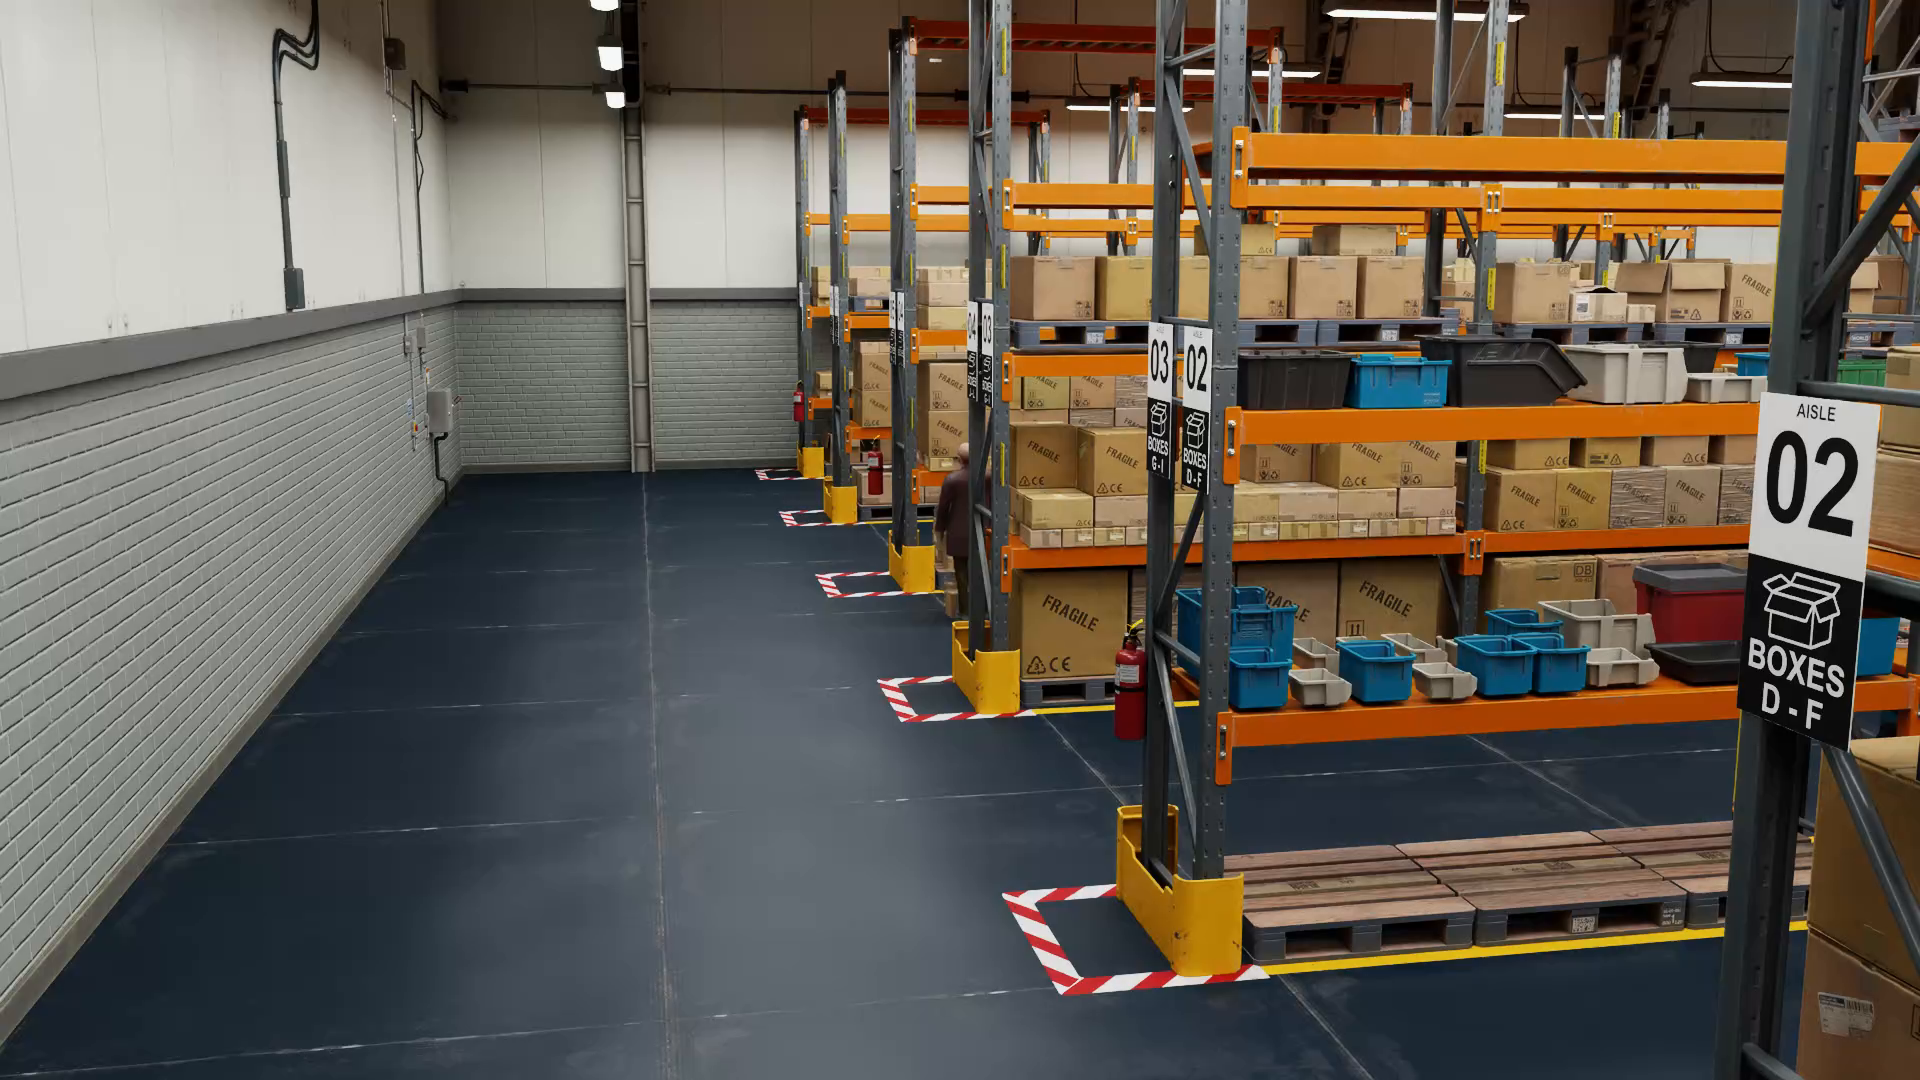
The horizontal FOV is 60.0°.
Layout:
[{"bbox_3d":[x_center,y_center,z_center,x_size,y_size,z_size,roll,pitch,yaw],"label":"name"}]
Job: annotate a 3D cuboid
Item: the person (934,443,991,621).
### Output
[{"bbox_3d":[0.070,-0.094,16.441,0.678,1.776,0.581,-2,10,-11],"label":"person"}]
